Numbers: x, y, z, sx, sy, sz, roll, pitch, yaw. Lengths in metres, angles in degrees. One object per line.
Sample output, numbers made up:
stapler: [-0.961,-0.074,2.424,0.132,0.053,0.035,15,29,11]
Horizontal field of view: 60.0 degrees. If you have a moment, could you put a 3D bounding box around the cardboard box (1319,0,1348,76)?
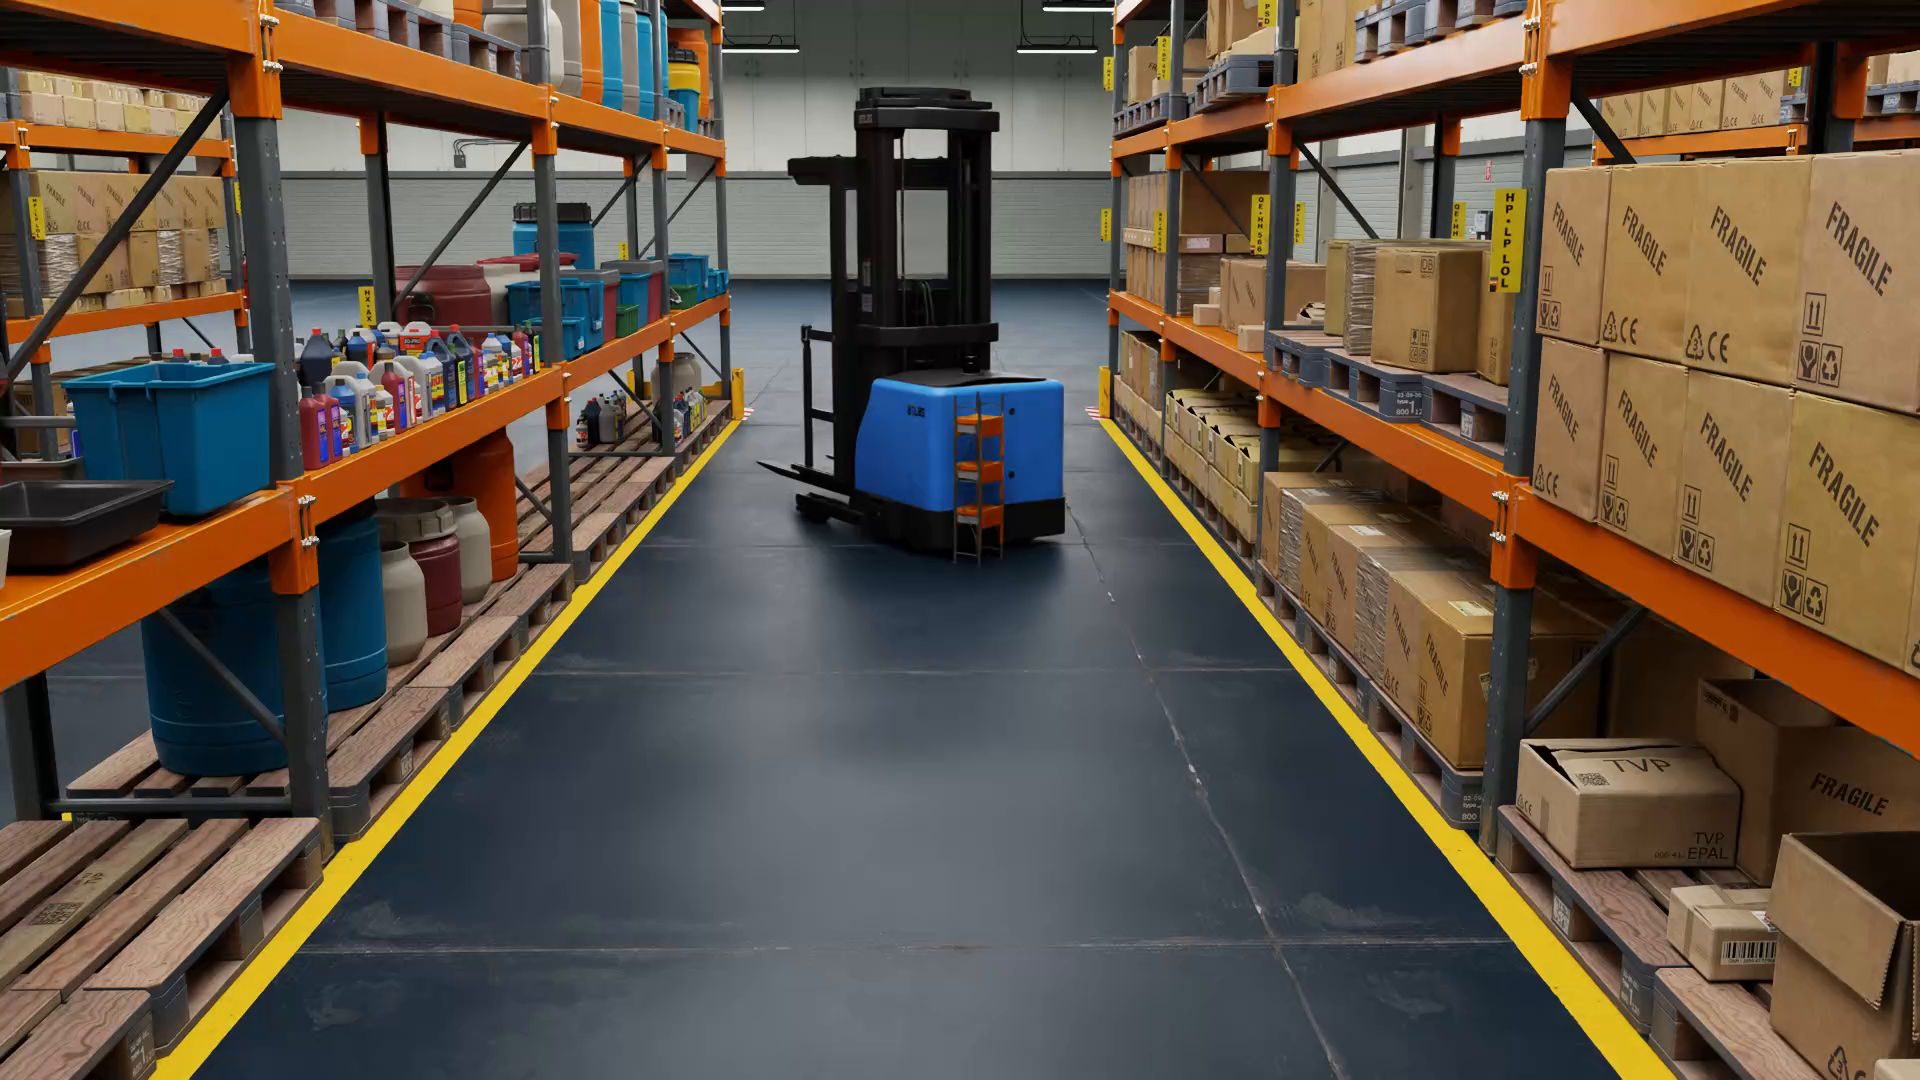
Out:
cardboard box: [2.276,-2.518,8.130,0.910,0.500,0.500,0,11,-1]

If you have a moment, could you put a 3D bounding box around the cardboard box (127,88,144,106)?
cardboard box: [-7.550,-3.962,14.874,0.380,0.149,0.250,-1,11,-4]

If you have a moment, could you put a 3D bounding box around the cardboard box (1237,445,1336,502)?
cardboard box: [1.966,-0.423,10.049,0.500,0.311,0.500,0,11,0]

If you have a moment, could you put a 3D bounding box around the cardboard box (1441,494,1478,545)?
cardboard box: [2.507,-0.145,7.526,0.500,0.250,0.500,0,11,-2]

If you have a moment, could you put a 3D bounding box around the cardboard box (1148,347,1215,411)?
cardboard box: [1.913,-1.399,14.382,0.500,0.500,0.500,0,11,-1]

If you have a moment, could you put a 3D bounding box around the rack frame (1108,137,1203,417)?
rack frame: [2.057,-2.777,17.204,1.000,3.000,0.127,0,11,-1]

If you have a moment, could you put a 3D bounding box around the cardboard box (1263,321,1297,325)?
cardboard box: [2.140,-1.317,10.638,0.380,0.149,0.250,1,11,3]

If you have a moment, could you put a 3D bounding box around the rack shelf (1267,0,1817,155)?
rack shelf: [2.264,-1.907,7.179,1.077,0.370,4.000,0,11,-1]

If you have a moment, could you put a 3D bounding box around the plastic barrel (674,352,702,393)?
plastic barrel: [-2.805,-1.614,16.669,0.421,0.512,0.421,0,11,0]

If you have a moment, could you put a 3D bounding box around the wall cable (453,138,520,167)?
wall cable: [-13.471,-13.730,47.552,2.305,6.003,0.169,0,11,-1]

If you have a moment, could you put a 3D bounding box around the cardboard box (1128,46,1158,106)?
cardboard box: [1.818,-4.239,15.207,0.500,0.500,0.500,0,11,-1]

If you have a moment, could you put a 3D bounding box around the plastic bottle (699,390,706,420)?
plastic bottle: [-2.398,-1.255,15.429,0.061,0.283,0.133,0,11,0]

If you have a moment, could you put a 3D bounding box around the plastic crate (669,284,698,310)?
plastic crate: [-2.558,-2.130,14.545,0.450,0.188,0.662,0,11,-1]

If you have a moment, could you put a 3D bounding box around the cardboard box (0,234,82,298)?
cardboard box: [-7.712,-2.227,13.490,0.875,0.500,0.500,0,11,-1]

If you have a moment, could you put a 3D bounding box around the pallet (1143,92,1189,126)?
pallet: [2.097,-3.578,13.830,1.003,0.211,1.213,0,11,-1]

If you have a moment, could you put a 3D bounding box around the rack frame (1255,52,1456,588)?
rack frame: [2.223,-1.187,9.365,1.000,3.000,0.127,0,11,-1]

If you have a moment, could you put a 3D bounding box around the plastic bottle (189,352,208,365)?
plastic bottle: [-2.849,-0.530,6.251,0.144,0.351,0.185,0,11,-1]

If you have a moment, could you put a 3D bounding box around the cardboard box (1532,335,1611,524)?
cardboard box: [2.044,-0.338,4.931,0.500,0.500,0.500,0,11,0]

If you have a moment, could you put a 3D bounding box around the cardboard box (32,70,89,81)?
cardboard box: [-8.086,-4.351,15.159,0.500,0.500,0.500,0,11,-1]

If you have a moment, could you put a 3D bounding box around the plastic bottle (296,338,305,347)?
plastic bottle: [-3.066,-0.793,7.716,0.061,0.283,0.133,0,11,-1]

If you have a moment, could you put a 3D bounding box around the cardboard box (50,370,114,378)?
cardboard box: [-7.843,-1.239,14.855,0.500,0.500,0.500,-1,12,-6]

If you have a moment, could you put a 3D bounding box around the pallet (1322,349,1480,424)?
pallet: [2.268,-0.706,7.479,1.003,0.211,1.213,0,11,-1]

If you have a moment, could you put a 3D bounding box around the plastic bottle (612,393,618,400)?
plastic bottle: [-3.162,-1.206,15.216,0.097,0.271,0.097,0,11,0]

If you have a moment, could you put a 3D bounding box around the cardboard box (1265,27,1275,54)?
cardboard box: [2.128,-2.983,9.997,0.500,0.250,0.500,0,11,0]

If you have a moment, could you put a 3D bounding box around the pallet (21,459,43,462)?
pallet: [-7.747,-0.421,12.602,1.003,0.211,1.213,0,11,-1]

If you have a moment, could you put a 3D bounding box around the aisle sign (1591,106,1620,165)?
aisle sign: [6.709,-4.085,17.114,0.394,0.787,0.004,0,11,-1]

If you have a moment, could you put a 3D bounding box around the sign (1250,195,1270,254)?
sign: [1.668,-1.751,9.235,0.100,0.325,0.005,0,11,-1]

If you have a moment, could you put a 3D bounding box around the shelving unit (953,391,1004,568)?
shelving unit: [0.115,-0.376,10.273,0.215,1.050,0.252,8,14,35]

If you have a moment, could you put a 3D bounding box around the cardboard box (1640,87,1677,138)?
cardboard box: [6.757,-4.049,15.629,0.500,0.500,0.500,0,11,1]

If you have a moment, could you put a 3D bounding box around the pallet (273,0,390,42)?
pallet: [-2.761,-1.905,5.836,1.213,0.211,1.003,0,11,-1]

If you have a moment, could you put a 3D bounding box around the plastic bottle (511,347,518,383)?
plastic bottle: [-2.304,-0.903,8.466,0.097,0.201,0.097,0,11,0]

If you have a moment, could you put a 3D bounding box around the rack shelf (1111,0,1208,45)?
rack shelf: [2.099,-4.771,14.759,1.077,0.370,4.000,0,11,-1]

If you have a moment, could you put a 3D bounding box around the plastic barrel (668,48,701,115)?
plastic barrel: [-2.744,-4.300,15.634,0.600,0.588,0.600,0,11,0]

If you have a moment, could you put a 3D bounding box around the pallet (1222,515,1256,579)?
pallet: [2.245,0.016,10.450,1.003,0.211,1.213,0,11,-1]

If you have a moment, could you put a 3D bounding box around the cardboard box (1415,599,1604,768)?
cardboard box: [2.009,0.521,6.128,0.500,0.500,0.500,0,11,-1]

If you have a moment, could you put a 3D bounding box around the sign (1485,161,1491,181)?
sign: [7.852,-5.485,24.720,0.001,0.298,0.199,0,11,-1]

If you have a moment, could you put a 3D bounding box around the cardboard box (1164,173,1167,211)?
cardboard box: [2.113,-2.855,14.075,0.700,0.500,0.500,0,11,-1]

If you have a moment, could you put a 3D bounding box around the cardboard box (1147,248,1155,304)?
cardboard box: [2.089,-2.426,15.219,0.700,0.500,0.500,0,11,1]

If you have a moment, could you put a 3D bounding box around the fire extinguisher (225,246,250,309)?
fire extinguisher: [-7.388,-2.724,17.136,0.296,0.674,0.183,0,11,-1]

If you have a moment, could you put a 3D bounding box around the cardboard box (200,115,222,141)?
cardboard box: [-7.583,-4.039,16.256,0.500,0.250,0.500,0,11,0]

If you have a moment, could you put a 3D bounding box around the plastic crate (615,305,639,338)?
plastic crate: [-2.494,-1.514,11.508,0.450,0.188,0.662,0,11,-1]

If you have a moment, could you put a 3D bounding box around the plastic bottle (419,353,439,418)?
plastic bottle: [-2.275,-0.656,7.072,0.097,0.271,0.097,0,11,0]

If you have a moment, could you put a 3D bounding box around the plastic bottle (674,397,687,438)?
plastic bottle: [-2.414,-1.042,14.207,0.144,0.351,0.185,0,11,0]

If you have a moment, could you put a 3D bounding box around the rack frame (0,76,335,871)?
rack frame: [-2.647,-0.372,5.349,1.000,3.000,0.127,0,11,-1]

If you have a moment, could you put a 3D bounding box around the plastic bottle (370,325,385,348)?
plastic bottle: [-3.069,-0.994,8.737,0.097,0.271,0.097,0,11,0]

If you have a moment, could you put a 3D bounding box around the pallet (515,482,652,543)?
pallet: [-2.729,-0.197,11.498,1.003,0.211,1.213,0,11,-1]

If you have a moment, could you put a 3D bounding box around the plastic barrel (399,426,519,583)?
plastic barrel: [-2.702,-0.212,8.963,0.600,0.830,0.708,0,11,-1]

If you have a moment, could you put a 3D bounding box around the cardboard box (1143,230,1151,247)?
cardboard box: [1.881,-2.760,15.234,0.380,0.149,0.250,0,11,-1]

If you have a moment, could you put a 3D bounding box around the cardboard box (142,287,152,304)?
cardboard box: [-7.563,-2.211,15.043,0.380,0.149,0.250,0,11,-1]

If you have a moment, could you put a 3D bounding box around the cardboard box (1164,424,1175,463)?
cardboard box: [1.901,-0.759,13.116,0.500,0.250,0.500,-1,11,-3]

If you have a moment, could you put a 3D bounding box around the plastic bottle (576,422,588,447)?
plastic bottle: [-3.131,-0.877,13.771,0.097,0.201,0.097,0,11,0]

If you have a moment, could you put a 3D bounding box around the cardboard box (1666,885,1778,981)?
cardboard box: [2.126,1.037,4.421,0.380,0.166,0.250,0,11,-1]

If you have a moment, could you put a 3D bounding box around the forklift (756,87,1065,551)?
forklift: [-0.512,-1.613,11.637,1.130,2.935,3.031,-7,13,-31]

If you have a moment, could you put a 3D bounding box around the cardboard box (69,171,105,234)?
cardboard box: [-7.531,-2.817,13.884,0.500,0.500,0.500,0,11,-1]

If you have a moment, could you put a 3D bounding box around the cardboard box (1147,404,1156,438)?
cardboard box: [1.912,-1.031,14.456,0.500,0.250,0.500,0,11,-1]

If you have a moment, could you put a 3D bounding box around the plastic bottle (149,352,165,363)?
plastic bottle: [-2.993,-0.529,6.248,0.144,0.351,0.185,0,11,-1]

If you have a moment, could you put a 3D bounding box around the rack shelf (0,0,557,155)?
rack shelf: [-2.688,-1.887,7.082,1.077,0.370,4.000,0,11,-1]

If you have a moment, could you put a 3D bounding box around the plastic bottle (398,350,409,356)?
plastic bottle: [-2.423,-0.694,7.260,0.097,0.271,0.097,0,11,0]

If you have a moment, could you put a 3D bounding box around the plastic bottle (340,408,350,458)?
plastic bottle: [-2.251,-0.399,5.980,0.097,0.201,0.097,0,11,0]
